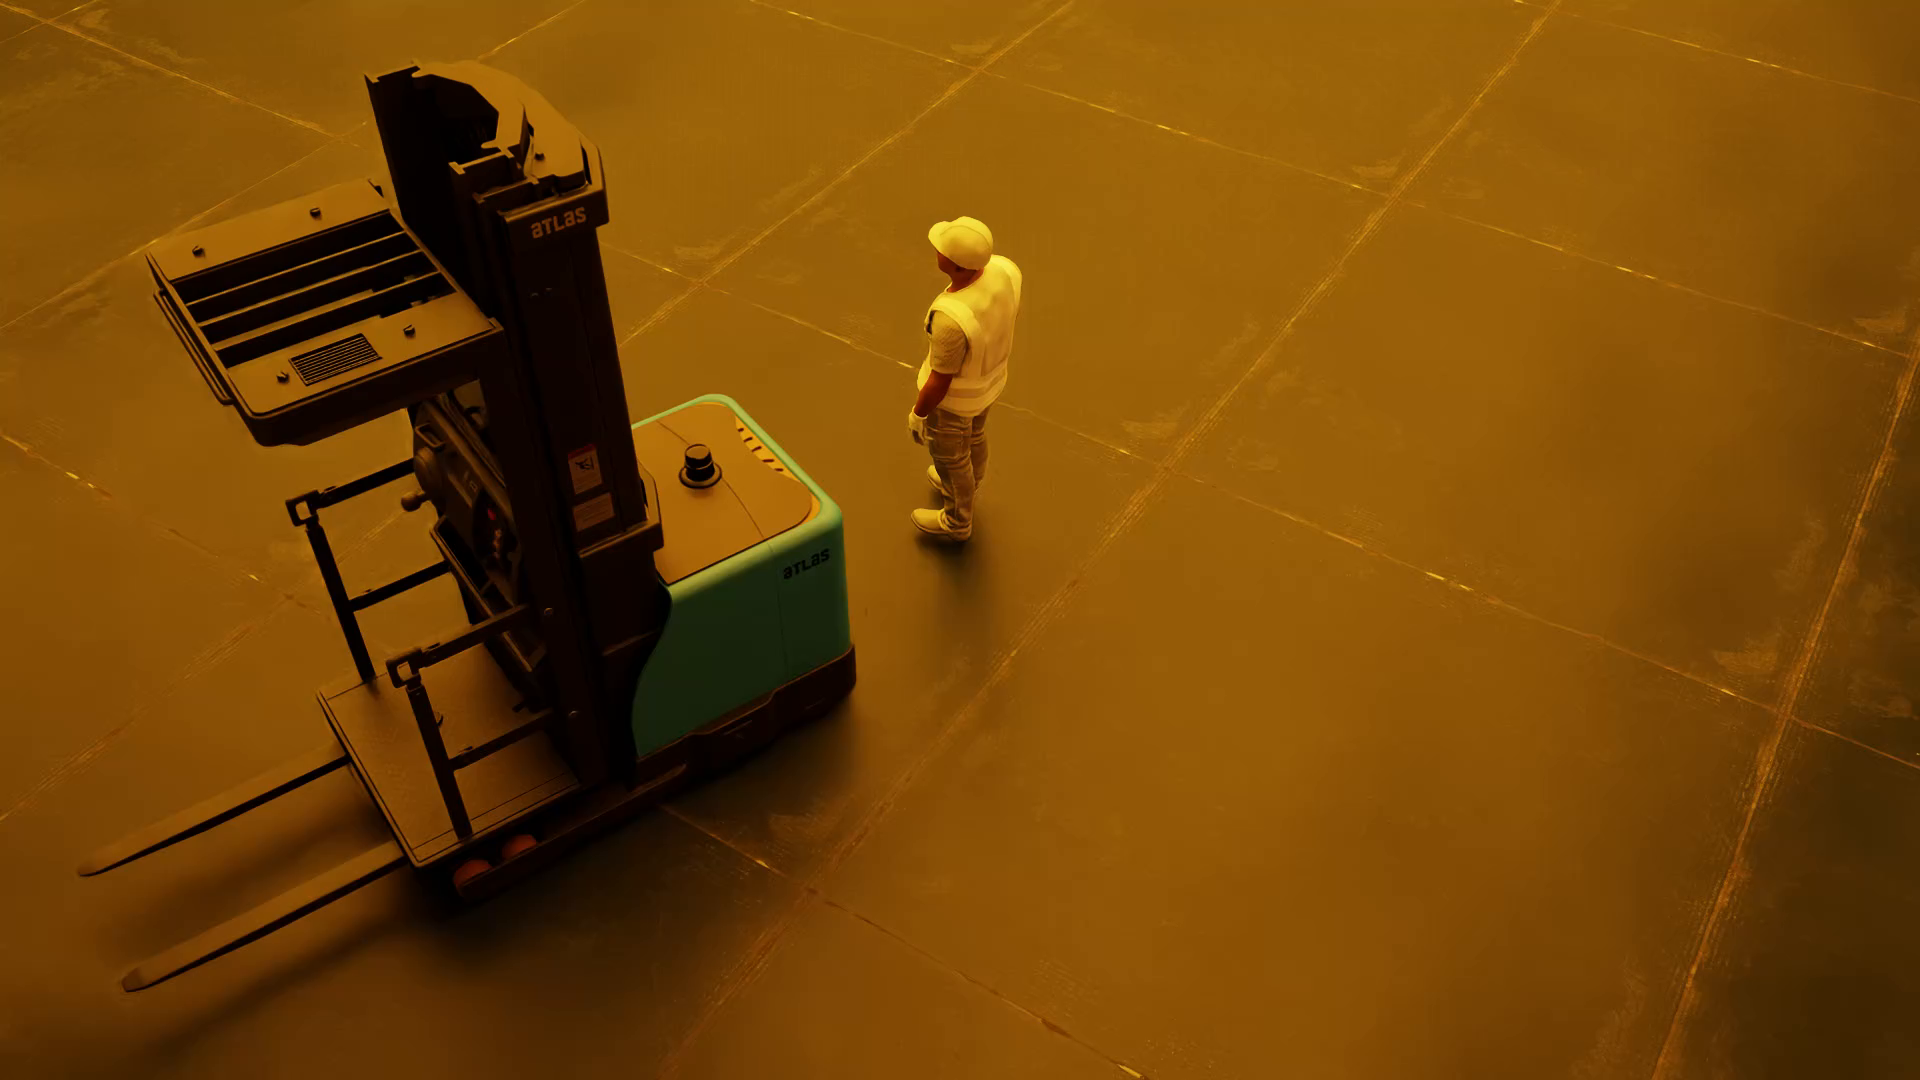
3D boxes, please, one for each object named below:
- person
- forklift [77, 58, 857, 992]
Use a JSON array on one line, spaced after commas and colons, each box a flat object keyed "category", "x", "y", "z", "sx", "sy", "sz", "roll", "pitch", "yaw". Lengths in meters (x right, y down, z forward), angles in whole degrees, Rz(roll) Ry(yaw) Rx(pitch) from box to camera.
[{"category": "person", "x": -0.056, "y": -0.713, "z": 7.366, "sx": 0.577, "sy": 1.781, "sz": 0.656, "roll": 24, "pitch": 48, "yaw": 23}, {"category": "forklift", "x": -1.945, "y": -0.076, "z": 5.928, "sx": 3.031, "sy": 2.935, "sz": 1.130, "roll": -26, "pitch": 49, "yaw": -25}]
